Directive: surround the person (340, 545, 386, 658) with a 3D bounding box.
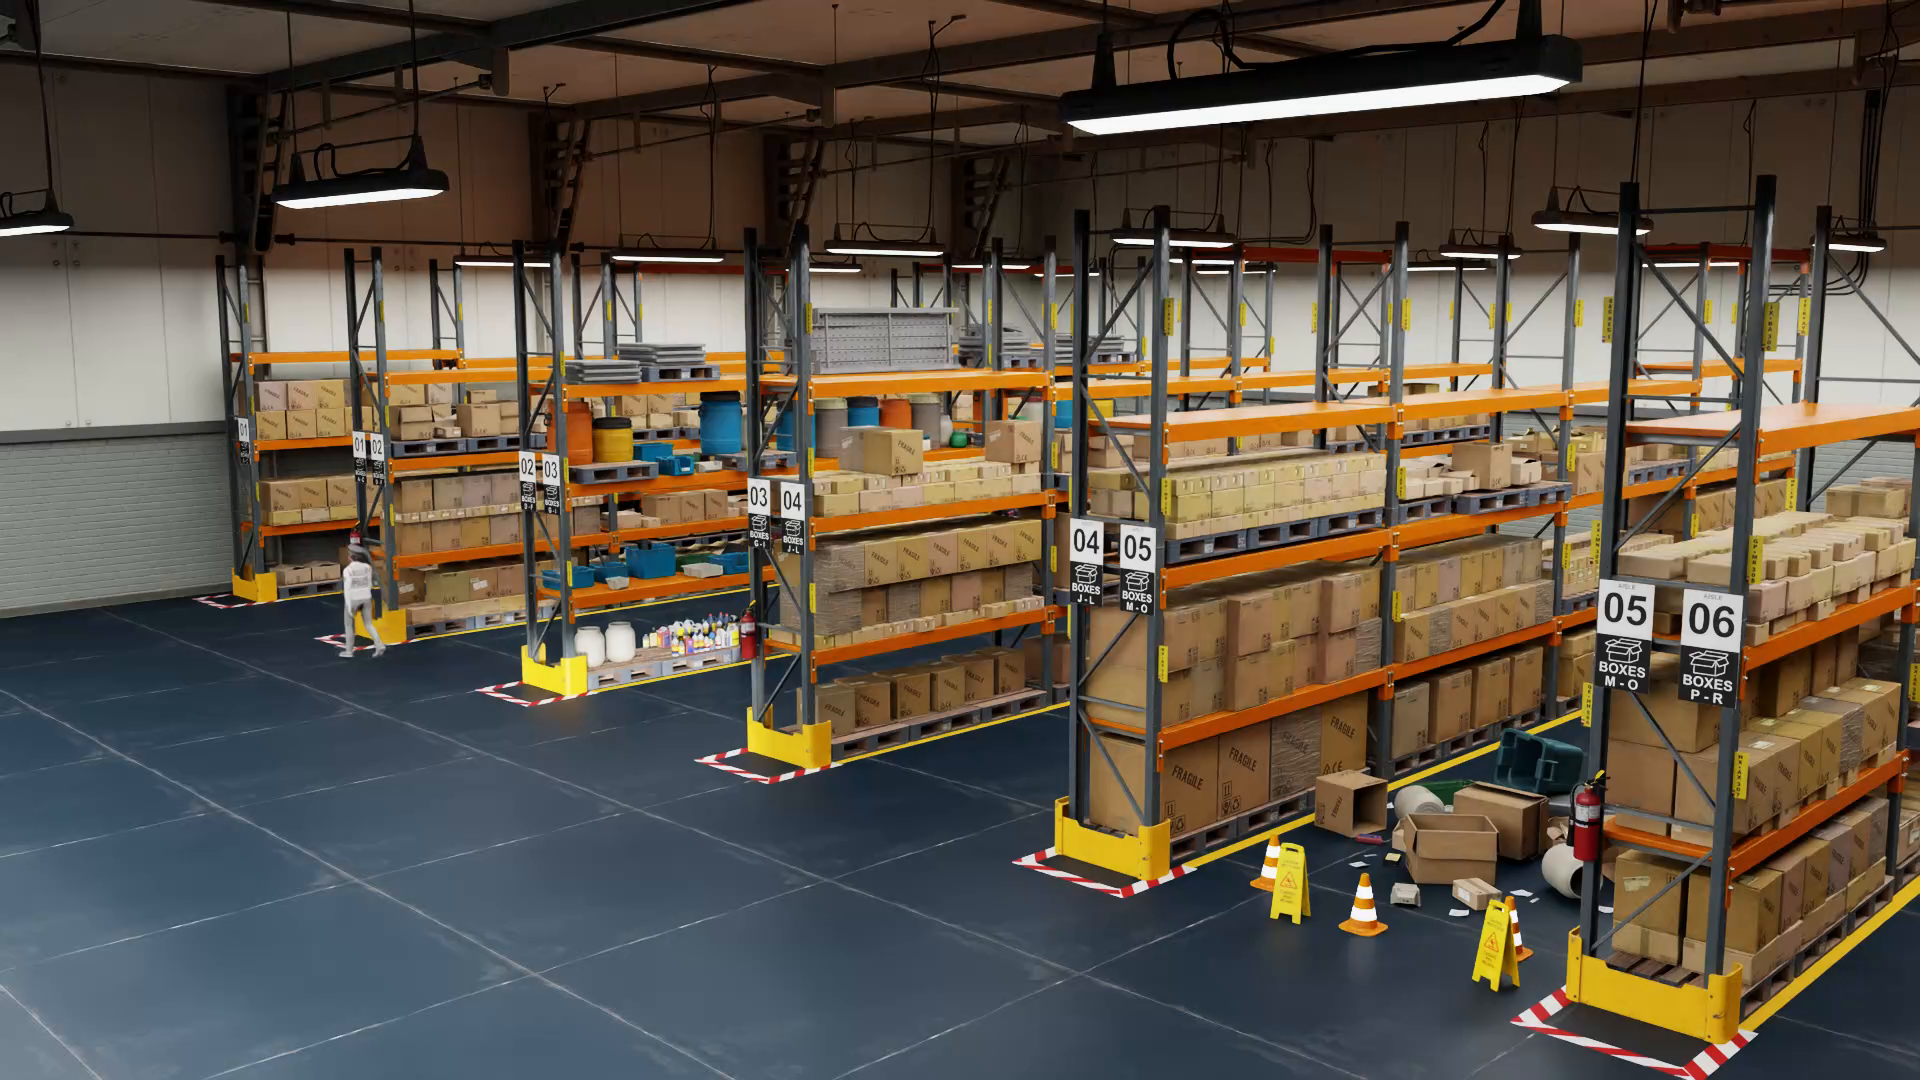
[{"bbox_3d":[-8.764,0.904,24.271,0.746,1.667,0.464,7,11,42],"label":"person"}]
